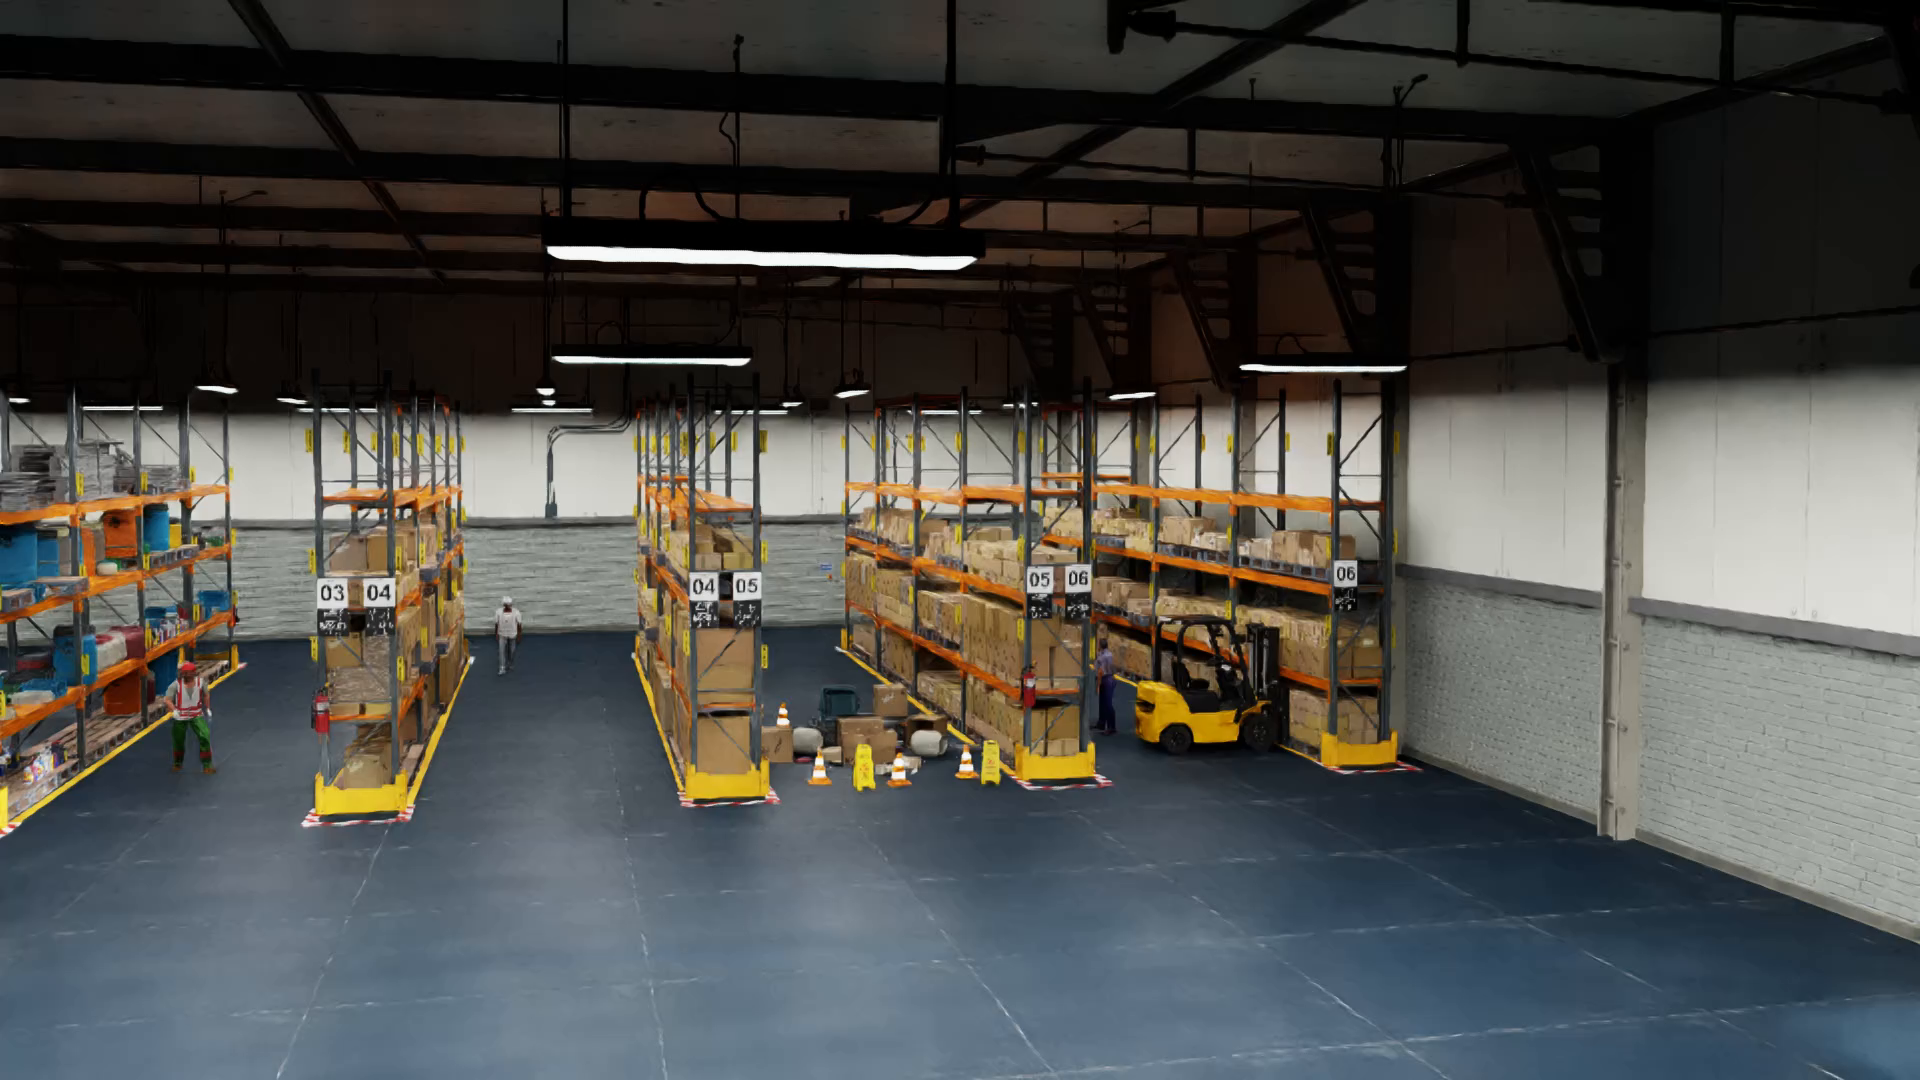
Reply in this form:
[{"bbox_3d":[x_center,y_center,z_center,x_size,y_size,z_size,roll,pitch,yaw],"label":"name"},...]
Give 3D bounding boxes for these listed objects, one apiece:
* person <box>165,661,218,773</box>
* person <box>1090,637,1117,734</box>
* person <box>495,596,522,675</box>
[{"bbox_3d":[-11.674,2.677,25.203,0.686,1.716,0.838,-2,4,-29],"label":"person"},{"bbox_3d":[2.469,2.523,28.807,0.554,1.609,0.598,1,3,18],"label":"person"},{"bbox_3d":[-9.839,2.056,36.224,0.575,1.689,1.128,-1,3,-16],"label":"person"}]
